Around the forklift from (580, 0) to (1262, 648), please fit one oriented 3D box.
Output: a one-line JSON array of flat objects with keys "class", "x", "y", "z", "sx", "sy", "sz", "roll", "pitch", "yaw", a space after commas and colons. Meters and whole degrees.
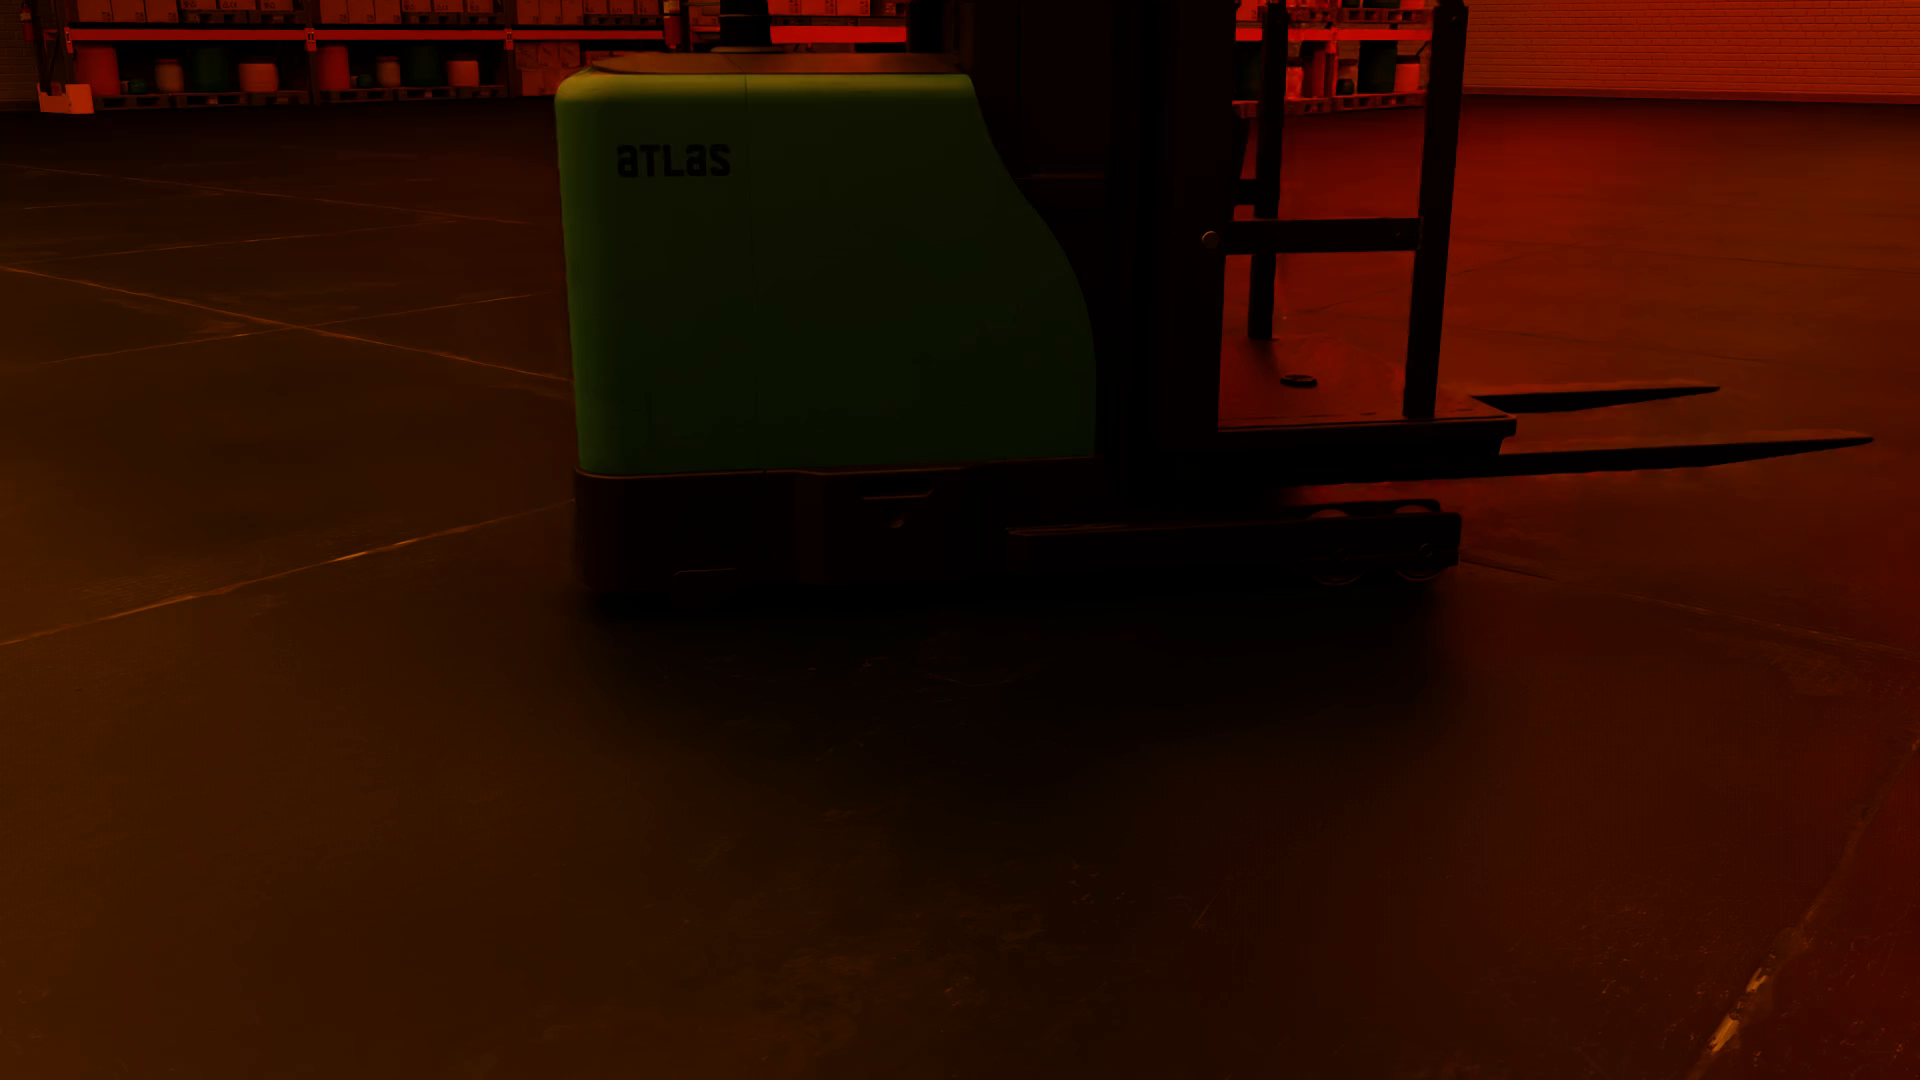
[{"class": "forklift", "x": 0.204, "y": -1.592, "z": 4.140, "sx": 1.130, "sy": 2.935, "sz": 3.031, "roll": 5, "pitch": 18, "yaw": 17}]
